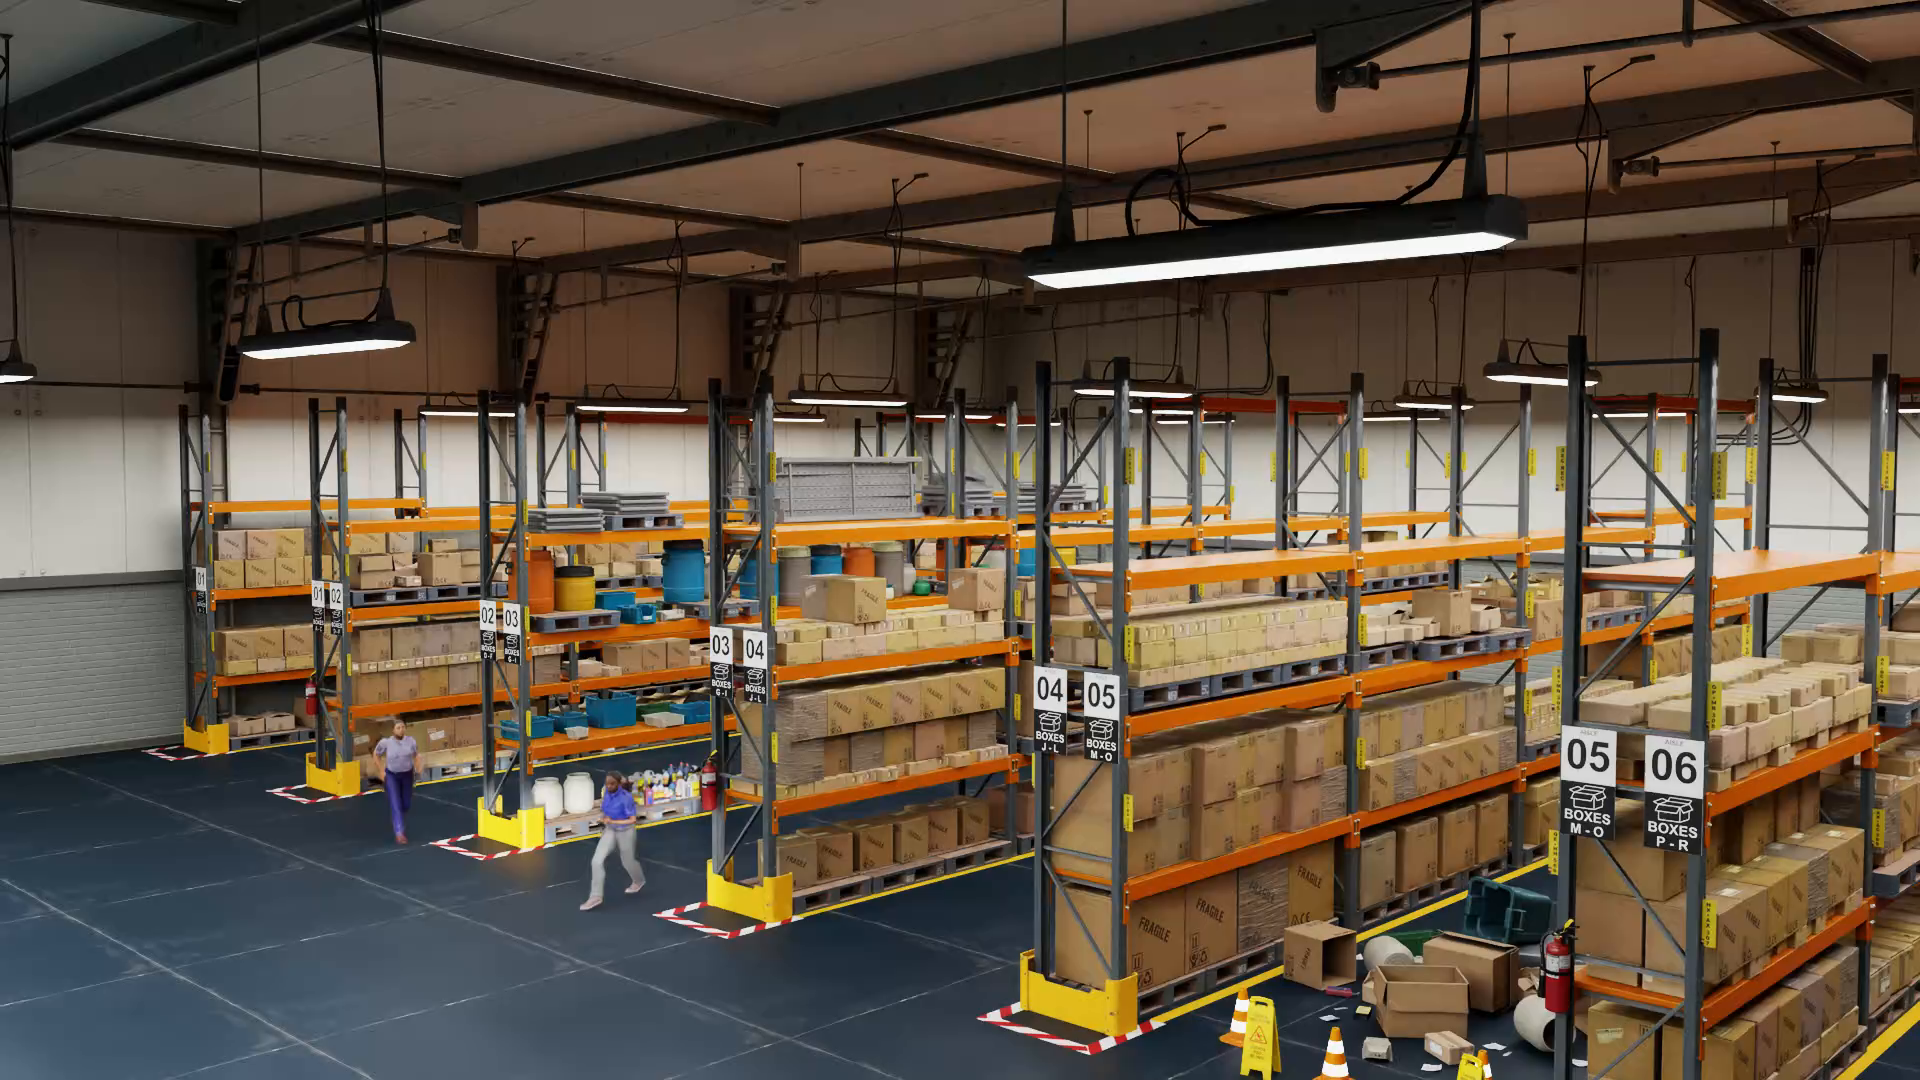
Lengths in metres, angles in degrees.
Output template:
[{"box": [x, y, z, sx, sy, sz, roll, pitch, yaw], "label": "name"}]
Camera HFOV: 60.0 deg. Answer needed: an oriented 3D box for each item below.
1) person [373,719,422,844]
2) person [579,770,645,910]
[{"box": [-7.534, 3.196, 22.250, 0.591, 1.631, 0.804, -2, 4, -35], "label": "person"}, {"box": [-3.837, 3.401, 18.924, 0.610, 1.473, 0.974, 1, 3, 25], "label": "person"}]
